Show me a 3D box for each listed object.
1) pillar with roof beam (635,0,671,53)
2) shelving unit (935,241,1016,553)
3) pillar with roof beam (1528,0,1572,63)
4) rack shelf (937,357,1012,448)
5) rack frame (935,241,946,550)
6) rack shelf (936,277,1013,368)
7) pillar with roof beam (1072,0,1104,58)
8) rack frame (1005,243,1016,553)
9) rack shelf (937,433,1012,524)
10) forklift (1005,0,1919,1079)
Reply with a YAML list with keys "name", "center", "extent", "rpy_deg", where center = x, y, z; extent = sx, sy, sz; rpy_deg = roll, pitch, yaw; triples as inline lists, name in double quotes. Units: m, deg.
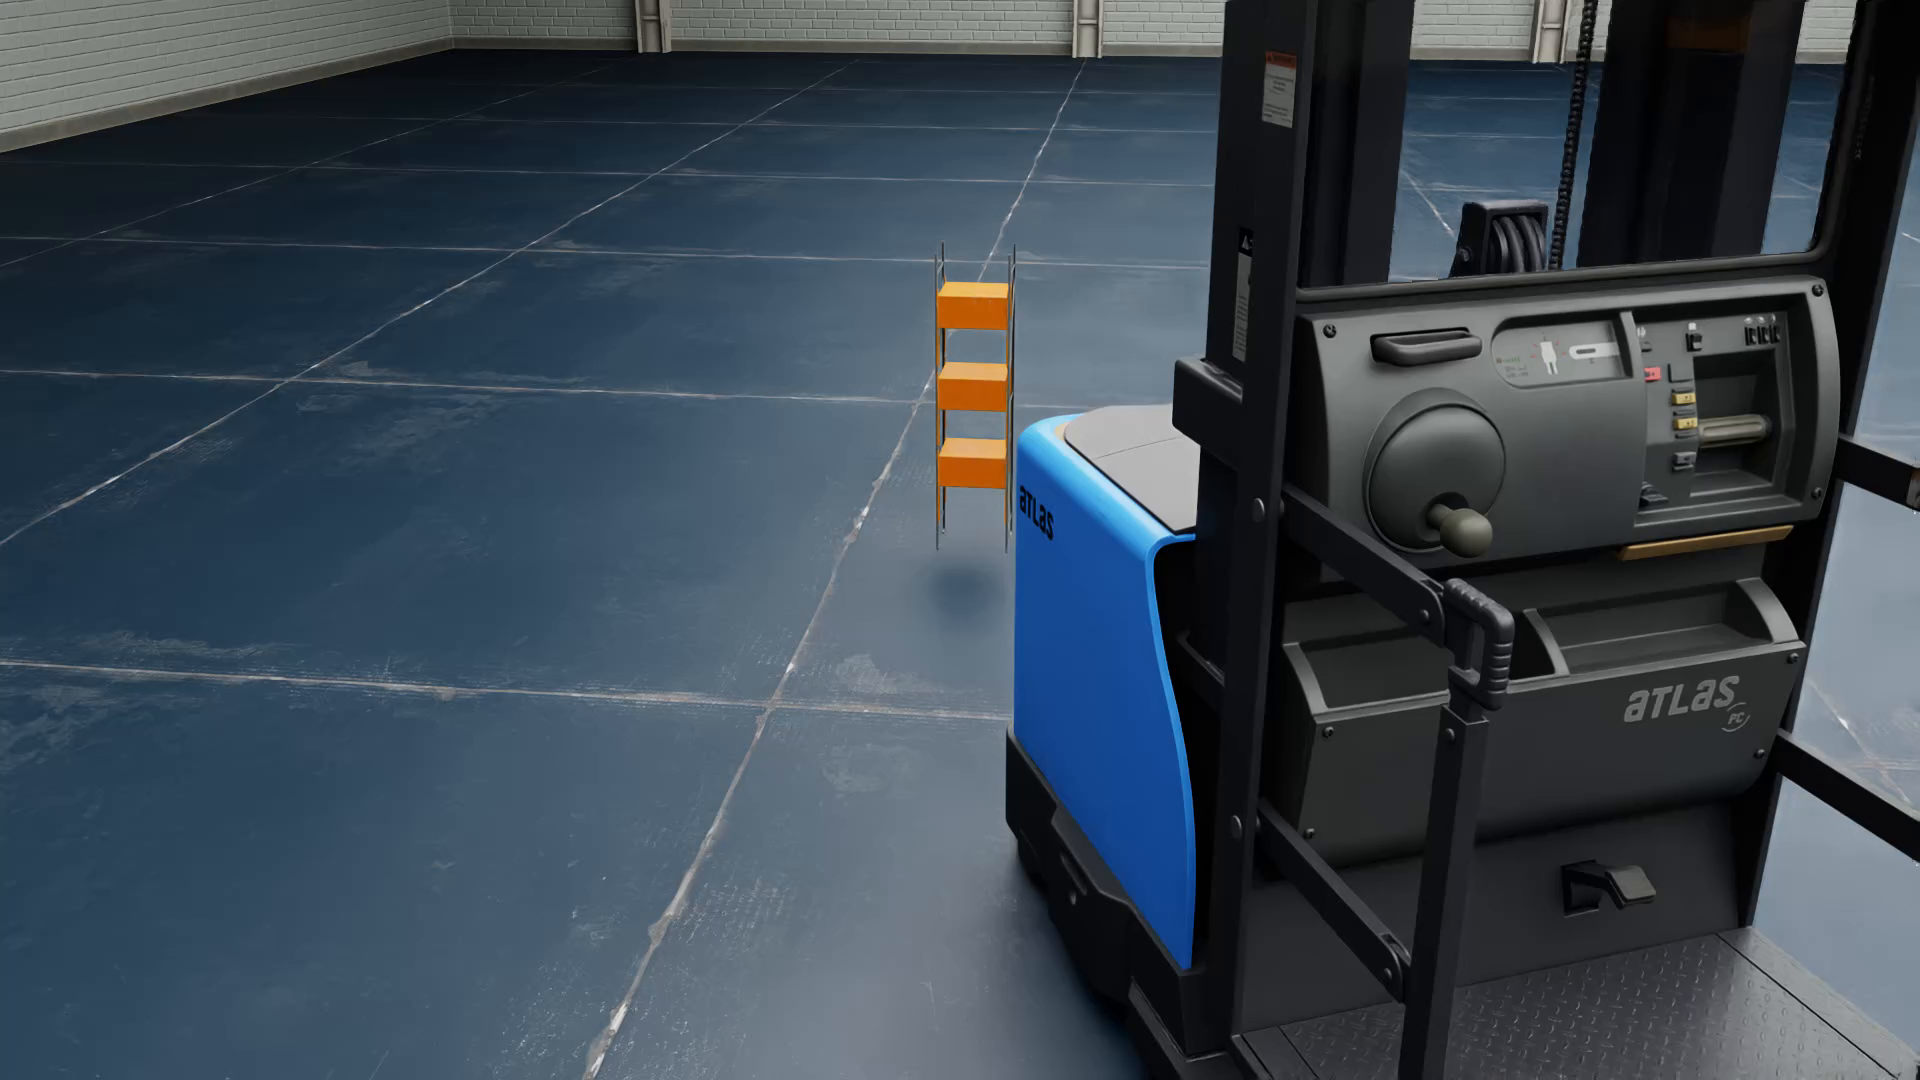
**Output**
- name: "pillar with roof beam"
  center: [-4.745, -9.404, 17.487]
  extent: [0.400, 9.000, 9.100]
  rpy_deg: [2, 22, 6]
- name: "shelving unit"
  center: [0.053, -0.486, 5.741]
  extent: [0.252, 1.050, 0.215]
  rpy_deg: [2, 22, 6]
- name: "pillar with roof beam"
  center: [7.172, -8.885, 16.174]
  extent: [0.400, 9.000, 9.100]
  rpy_deg: [2, 22, 6]
- name: "rack shelf"
  center: [0.053, -0.476, 5.745]
  extent: [0.240, 0.259, 0.215]
  rpy_deg: [2, 22, 6]
- name: "rack frame"
  center: [-0.068, -0.491, 5.754]
  extent: [0.008, 1.050, 0.200]
  rpy_deg: [2, 22, 6]
- name: "rack shelf"
  center: [0.053, -0.740, 5.641]
  extent: [0.240, 0.259, 0.215]
  rpy_deg: [2, 22, 6]
- name: "pillar with roof beam"
  center: [1.214, -9.144, 16.830]
  extent: [0.400, 9.000, 9.100]
  rpy_deg: [2, 22, 6]
- name: "rack frame"
  center: [0.174, -0.481, 5.728]
  extent: [0.008, 1.050, 0.200]
  rpy_deg: [2, 22, 6]
- name: "rack shelf"
  center: [0.053, -0.218, 5.847]
  extent: [0.240, 0.259, 0.215]
  rpy_deg: [2, 22, 6]
- name: "forklift"
  center: [1.036, -0.173, 2.392]
  extent: [1.130, 2.935, 3.031]
  rpy_deg: [-7, 22, -16]
